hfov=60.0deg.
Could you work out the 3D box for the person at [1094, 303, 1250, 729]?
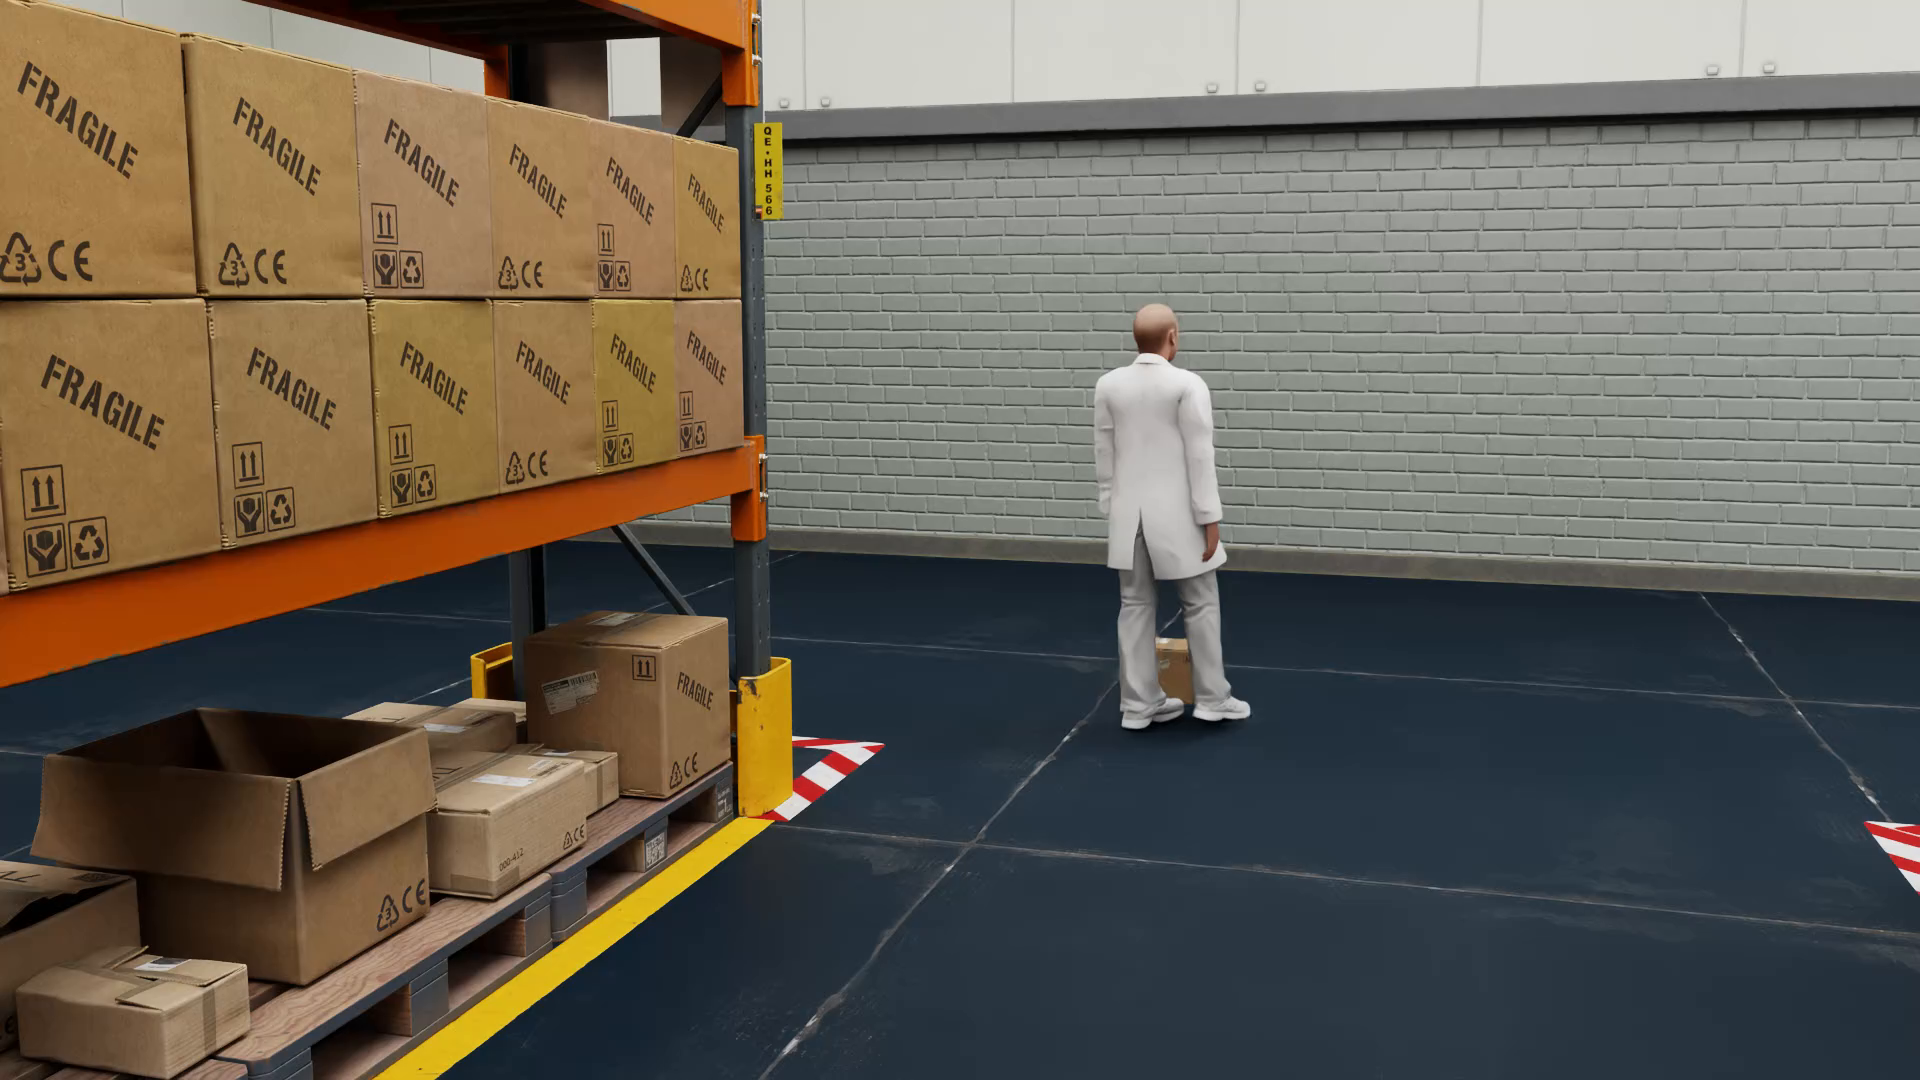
[{"bbox_3d":[0.907,-0.106,7.076,0.593,1.785,0.604,5,10,32],"label":"person"}]
